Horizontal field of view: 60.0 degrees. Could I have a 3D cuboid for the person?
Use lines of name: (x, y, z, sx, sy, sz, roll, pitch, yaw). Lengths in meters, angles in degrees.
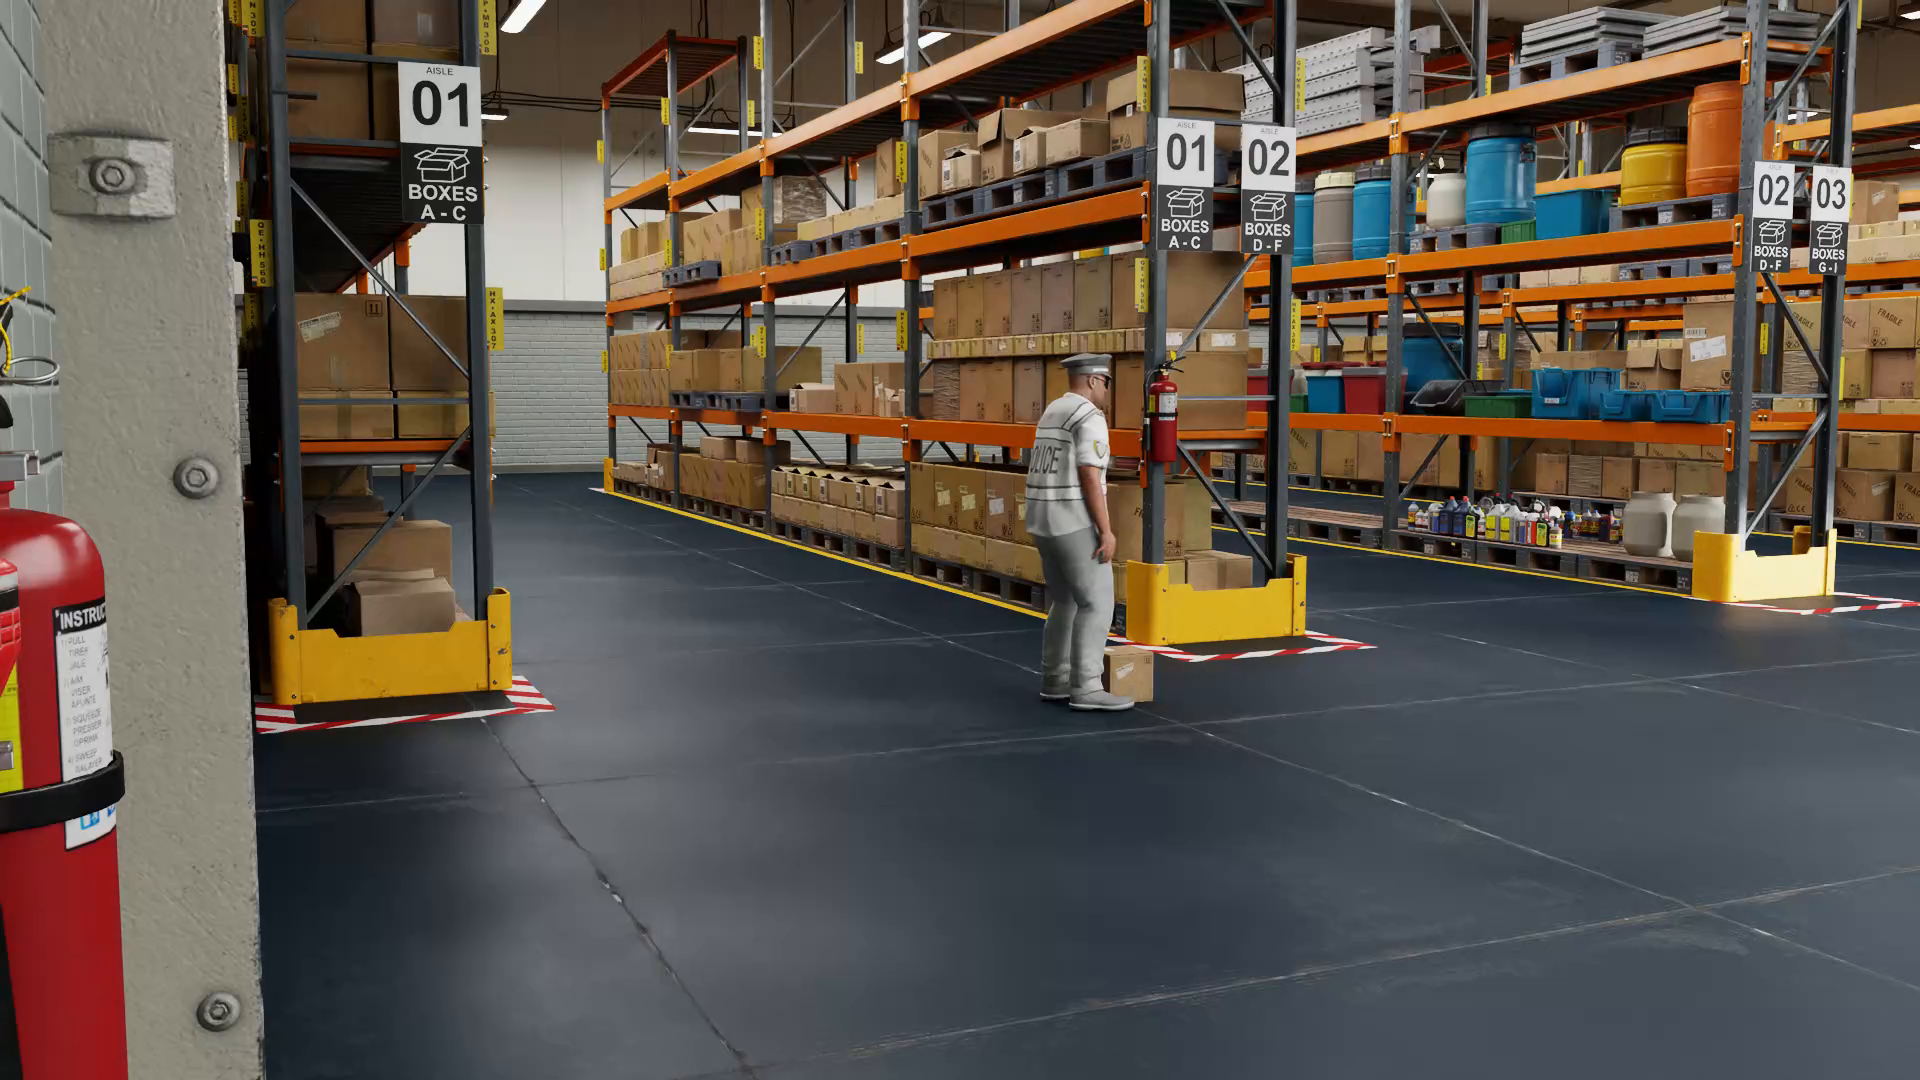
person: (0.563, -0.052, 8.267, 0.437, 1.747, 0.583, -2, 6, -25)
